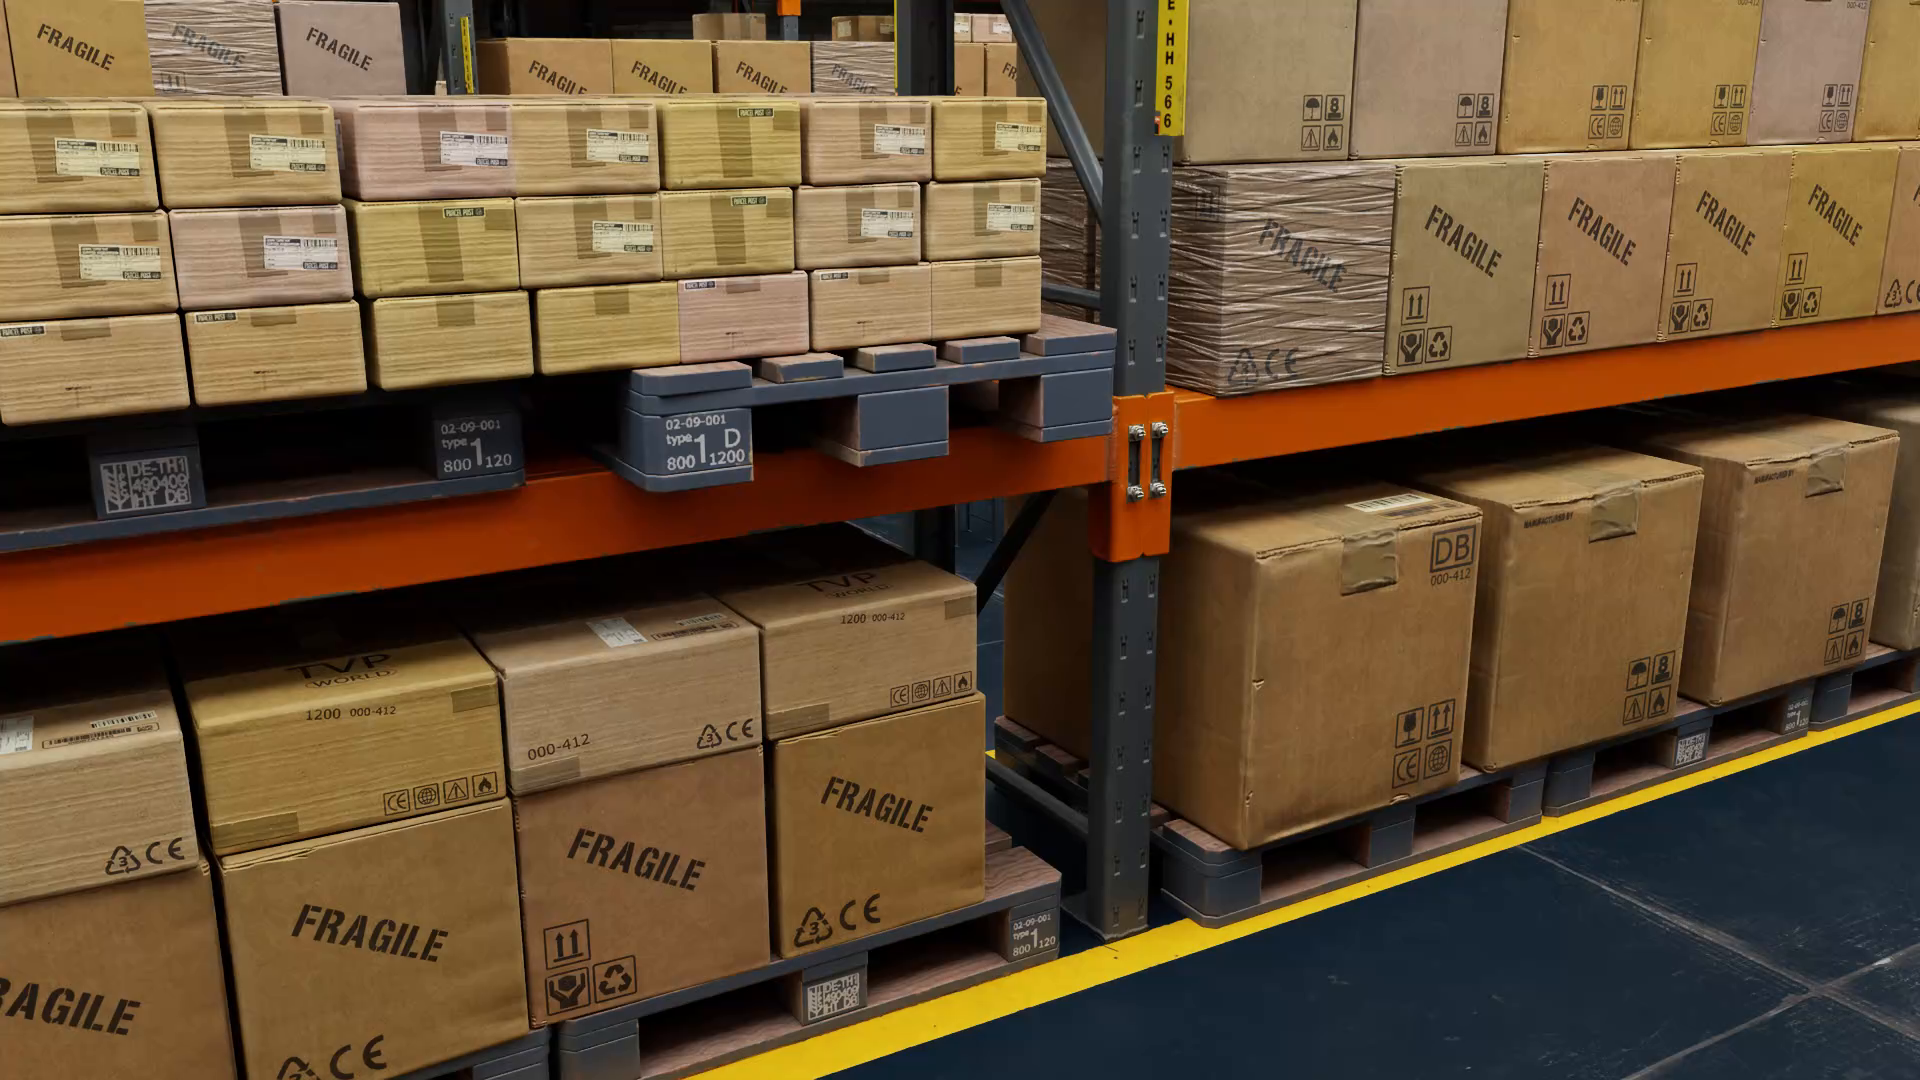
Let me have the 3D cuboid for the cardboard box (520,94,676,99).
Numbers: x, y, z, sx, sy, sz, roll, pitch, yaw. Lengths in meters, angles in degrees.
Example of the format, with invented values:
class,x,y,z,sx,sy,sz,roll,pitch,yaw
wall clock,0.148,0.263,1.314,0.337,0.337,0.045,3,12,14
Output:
class,x,y,z,sx,sy,sz,roll,pitch,yaw
cardboard box,-0.792,-0.880,3.578,0.250,0.149,0.380,-9,18,-30

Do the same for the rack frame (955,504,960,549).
class,x,y,z,sx,sy,sz,roll,pitch,yaw
rack frame,-0.066,-0.567,7.210,0.006,1.200,0.240,-9,18,-30

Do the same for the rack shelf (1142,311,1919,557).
class,x,y,z,sx,sy,sz,roll,pitch,yaw
rack shelf,1.860,-0.535,5.093,4.000,0.370,1.077,-9,18,-30

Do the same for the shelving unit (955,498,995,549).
class,x,y,z,sx,sy,sz,roll,pitch,yaw
shelving unit,0.012,-0.580,7.255,0.189,1.200,0.258,-9,18,-30

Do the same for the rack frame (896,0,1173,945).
class,x,y,z,sx,sy,sz,roll,pitch,yaw
rack frame,0.145,-0.603,4.004,0.127,3.000,1.000,-9,18,-30

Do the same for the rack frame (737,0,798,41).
class,x,y,z,sx,sy,sz,roll,pitch,yaw
rack frame,-1.621,-3.438,14.118,0.127,3.000,1.000,-9,18,-30

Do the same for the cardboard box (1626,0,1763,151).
class,x,y,z,sx,sy,sz,roll,pitch,yaw
cardboard box,1.845,-1.406,4.832,0.500,0.500,0.700,-9,18,-30

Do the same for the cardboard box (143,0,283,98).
class,x,y,z,sx,sy,sz,roll,pitch,yaw
cardboard box,-3.235,-2.058,7.158,0.500,0.500,0.500,-9,18,-29

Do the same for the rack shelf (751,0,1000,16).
class,x,y,z,sx,sy,sz,roll,pitch,yaw
rack shelf,0.093,-4.814,14.802,4.000,0.370,1.077,-9,18,-30

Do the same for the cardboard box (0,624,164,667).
class,x,y,z,sx,sy,sz,roll,pitch,yaw
cardboard box,-1.882,0.286,3.296,0.500,0.250,0.500,-10,19,-32

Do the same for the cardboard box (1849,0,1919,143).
class,x,y,z,sx,sy,sz,roll,pitch,yaw
cardboard box,2.712,-1.546,5.331,0.500,0.500,0.700,-10,18,-31

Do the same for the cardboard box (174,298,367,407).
class,x,y,z,sx,sy,sz,roll,pitch,yaw
cardboard box,-1.143,-0.332,2.726,0.250,0.149,0.380,-9,18,-28

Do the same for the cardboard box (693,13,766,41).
class,x,y,z,sx,sy,sz,roll,pitch,yaw
cardboard box,-1.233,-2.733,8.886,0.250,0.149,0.380,-10,19,-32

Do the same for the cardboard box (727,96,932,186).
class,x,y,z,sx,sy,sz,roll,pitch,yaw
cardboard box,-0.255,-0.762,3.157,0.250,0.149,0.380,-9,18,-30

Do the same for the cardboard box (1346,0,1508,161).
class,x,y,z,sx,sy,sz,roll,pitch,yaw
cardboard box,0.968,-1.263,4.322,0.500,0.500,0.700,-10,18,-31

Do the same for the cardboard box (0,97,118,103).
class,x,y,z,sx,sy,sz,roll,pitch,yaw
cardboard box,-1.692,-0.735,3.058,0.250,0.149,0.380,-10,18,-30

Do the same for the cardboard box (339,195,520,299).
class,x,y,z,sx,sy,sz,roll,pitch,yaw
cardboard box,-0.925,-0.510,2.809,0.250,0.149,0.380,-9,18,-30

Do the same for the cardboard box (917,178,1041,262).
class,x,y,z,sx,sy,sz,roll,pitch,yaw
cardboard box,-0.044,-0.654,3.320,0.250,0.149,0.380,-9,18,-29

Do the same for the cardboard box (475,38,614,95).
class,x,y,z,sx,sy,sz,roll,pitch,yaw
cardboard box,-1.986,-2.137,7.961,0.500,0.500,0.500,-10,18,-31

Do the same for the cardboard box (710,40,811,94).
class,x,y,z,sx,sy,sz,roll,pitch,yaw
cardboard box,-1.091,-2.286,8.495,0.500,0.500,0.500,-9,18,-29

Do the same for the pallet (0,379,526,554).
class,x,y,z,sx,sy,sz,roll,pitch,yaw
pallet,-1.530,-0.226,3.015,1.213,0.211,1.003,-9,18,-30

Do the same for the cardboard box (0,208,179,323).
class,x,y,z,sx,sy,sz,roll,pitch,yaw
cardboard box,-1.369,-0.438,2.551,0.250,0.149,0.380,-10,18,-31

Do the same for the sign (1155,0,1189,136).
class,x,y,z,sx,sy,sz,roll,pitch,yaw
sign,0.433,-0.998,3.415,0.005,0.325,0.100,-9,18,-30

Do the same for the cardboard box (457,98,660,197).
class,x,y,z,sx,sy,sz,roll,pitch,yaw
cardboard box,-0.707,-0.688,2.892,0.250,0.149,0.380,-9,18,-28

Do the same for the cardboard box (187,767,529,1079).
class,x,y,z,sx,sy,sz,roll,pitch,yaw
cardboard box,-1.176,0.699,3.213,0.500,0.500,0.500,-10,19,-32

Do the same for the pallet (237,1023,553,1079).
class,x,y,z,sx,sy,sz,roll,pitch,yaw
pallet,-1.570,1.016,3.393,1.213,0.211,1.003,-9,18,-30

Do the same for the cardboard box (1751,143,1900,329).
class,x,y,z,sx,sy,sz,roll,pitch,yaw
cardboard box,2.398,-0.932,4.994,0.500,0.500,0.500,-9,18,-29

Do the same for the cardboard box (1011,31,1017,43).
class,x,y,z,sx,sy,sz,roll,pitch,yaw
cardboard box,0.353,-3.013,9.884,0.250,0.149,0.380,-9,18,-30

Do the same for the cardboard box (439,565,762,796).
class,x,y,z,sx,sy,sz,roll,pitch,yaw
cardboard box,-0.733,0.266,3.369,0.500,0.250,0.500,-9,18,-29

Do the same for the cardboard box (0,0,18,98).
class,x,y,z,sx,sy,sz,roll,pitch,yaw
cardboard box,-4.101,-1.922,6.672,0.500,0.500,0.500,-10,18,-31

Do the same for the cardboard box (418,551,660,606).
class,x,y,z,sx,sy,sz,roll,pitch,yaw
cardboard box,-1.005,0.148,3.790,0.500,0.250,0.500,-9,18,-30

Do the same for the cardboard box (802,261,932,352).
class,x,y,z,sx,sy,sz,roll,pitch,yaw
cardboard box,-0.254,-0.475,3.236,0.250,0.149,0.380,-9,18,-30

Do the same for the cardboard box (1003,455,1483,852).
class,x,y,z,sx,sy,sz,roll,pitch,yaw
cardboard box,0.714,0.214,4.479,0.750,0.750,1.050,-9,18,-30

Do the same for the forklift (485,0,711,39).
class,x,y,z,sx,sy,sz,roll,pitch,yaw
forklift,-2.216,-2.495,10.882,3.031,2.935,1.130,-9,18,-29

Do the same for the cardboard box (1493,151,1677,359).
class,x,y,z,sx,sy,sz,roll,pitch,yaw
cardboard box,1.536,-0.793,4.495,0.500,0.500,0.500,-9,18,-30

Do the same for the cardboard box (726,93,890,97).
class,x,y,z,sx,sy,sz,roll,pitch,yaw
cardboard box,-0.354,-0.951,3.830,0.250,0.149,0.380,-9,18,-30

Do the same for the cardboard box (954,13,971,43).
class,x,y,z,sx,sy,sz,roll,pitch,yaw
cardboard box,-0.148,-2.738,8.902,0.250,0.149,0.380,-10,19,-32

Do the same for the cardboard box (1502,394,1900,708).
class,x,y,z,sx,sy,sz,roll,pitch,yaw
cardboard box,2.260,-0.038,5.377,0.750,0.750,1.050,-9,18,-30

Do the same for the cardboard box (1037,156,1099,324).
class,x,y,z,sx,sy,sz,roll,pitch,yaw
cardboard box,0.393,-0.776,4.436,0.500,0.500,0.500,-9,18,-30

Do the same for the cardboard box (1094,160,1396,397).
class,x,y,z,sx,sy,sz,roll,pitch,yaw
cardboard box,0.669,-0.651,3.990,0.500,0.500,0.500,-9,18,-29

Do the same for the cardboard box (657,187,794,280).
class,x,y,z,sx,sy,sz,roll,pitch,yaw
cardboard box,-0.496,-0.579,3.054,0.250,0.149,0.380,-9,18,-28

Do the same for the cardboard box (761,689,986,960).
class,x,y,z,sx,sy,sz,roll,pitch,yaw
cardboard box,-0.284,0.550,3.743,0.500,0.500,0.500,-9,18,-30

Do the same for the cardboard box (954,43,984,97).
class,x,y,z,sx,sy,sz,roll,pitch,yaw
cardboard box,-0.209,-2.427,8.997,0.500,0.500,0.500,-9,18,-28

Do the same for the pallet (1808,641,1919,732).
class,x,y,z,sx,sy,sz,roll,pitch,yaw
pallet,2.952,0.308,5.919,1.213,0.211,1.003,-9,18,-30

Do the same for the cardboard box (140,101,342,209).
class,x,y,z,sx,sy,sz,roll,pitch,yaw
cardboard box,-1.148,-0.617,2.640,0.250,0.149,0.380,-8,18,-27

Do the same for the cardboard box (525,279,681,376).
class,x,y,z,sx,sy,sz,roll,pitch,yaw
cardboard box,-0.690,-0.406,2.987,0.250,0.149,0.380,-9,18,-30

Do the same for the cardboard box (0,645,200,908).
class,x,y,z,sx,sy,sz,roll,pitch,yaw
cardboard box,-1.619,0.407,2.864,0.500,0.250,0.500,-8,18,-28

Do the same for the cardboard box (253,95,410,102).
class,x,y,z,sx,sy,sz,roll,pitch,yaw
cardboard box,-1.250,-0.806,3.312,0.250,0.149,0.380,-8,18,-27

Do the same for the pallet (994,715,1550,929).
class,x,y,z,sx,sy,sz,roll,pitch,yaw
pallet,0.860,0.647,4.709,1.213,0.211,1.003,-9,18,-30
